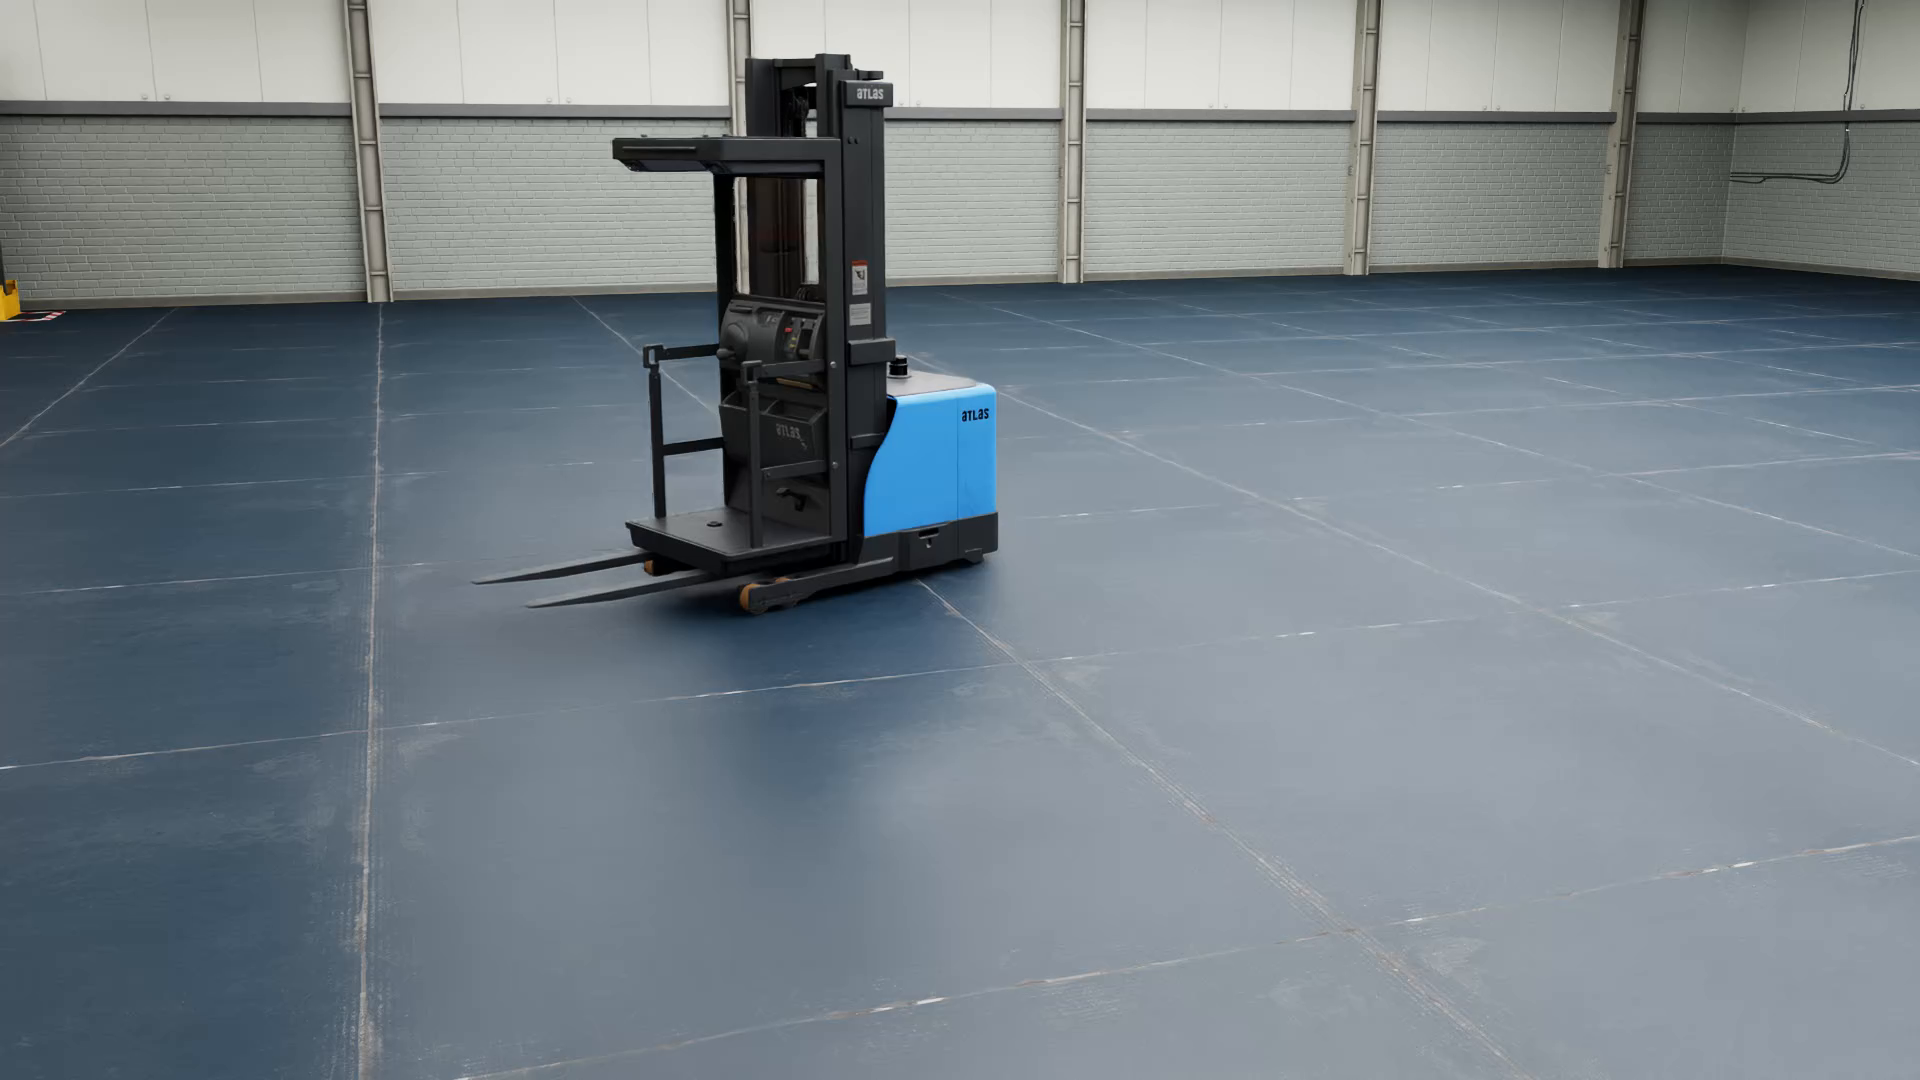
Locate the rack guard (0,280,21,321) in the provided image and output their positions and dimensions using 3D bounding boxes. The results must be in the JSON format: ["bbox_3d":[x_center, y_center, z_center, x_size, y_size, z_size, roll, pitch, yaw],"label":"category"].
[{"bbox_3d":[-14.066,-3.509,24.313,0.348,0.500,1.175,-4,14,-18],"label":"rack guard"}]

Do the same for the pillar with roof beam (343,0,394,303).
[{"bbox_3d":[-7.976,-7.286,21.829,0.400,9.000,9.100,-4,14,-18],"label":"pillar with roof beam"}]

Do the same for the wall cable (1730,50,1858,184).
[{"bbox_3d":[16.611,-8.419,33.300,0.112,2.526,3.097,-4,14,-18],"label":"wall cable"}]

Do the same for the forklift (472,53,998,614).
[{"bbox_3d":[-1.214,-1.162,9.196,3.031,2.935,1.130,-11,17,-39],"label":"forklift"}]

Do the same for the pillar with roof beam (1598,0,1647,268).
[{"bbox_3d":[14.771,-9.058,29.276,0.400,9.000,9.100,-4,14,-18],"label":"pillar with roof beam"}]

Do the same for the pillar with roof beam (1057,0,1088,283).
[{"bbox_3d":[3.397,-8.172,25.553,0.400,9.000,9.100,-4,14,-18],"label":"pillar with roof beam"}]

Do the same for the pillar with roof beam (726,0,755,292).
[{"bbox_3d":[-2.289,-7.729,23.691,0.400,9.000,9.100,-4,14,-18],"label":"pillar with roof beam"}]

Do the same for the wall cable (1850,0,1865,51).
[{"bbox_3d":[17.474,-10.282,30.221,0.112,2.526,3.097,-4,14,-18],"label":"wall cable"}]

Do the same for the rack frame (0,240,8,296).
[{"bbox_3d":[-14.088,-4.723,24.016,0.127,3.000,1.000,-4,14,-18],"label":"rack frame"}]

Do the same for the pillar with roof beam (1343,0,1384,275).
[{"bbox_3d":[9.084,-8.615,27.414,0.400,9.000,9.100,-4,14,-18],"label":"pillar with roof beam"}]
